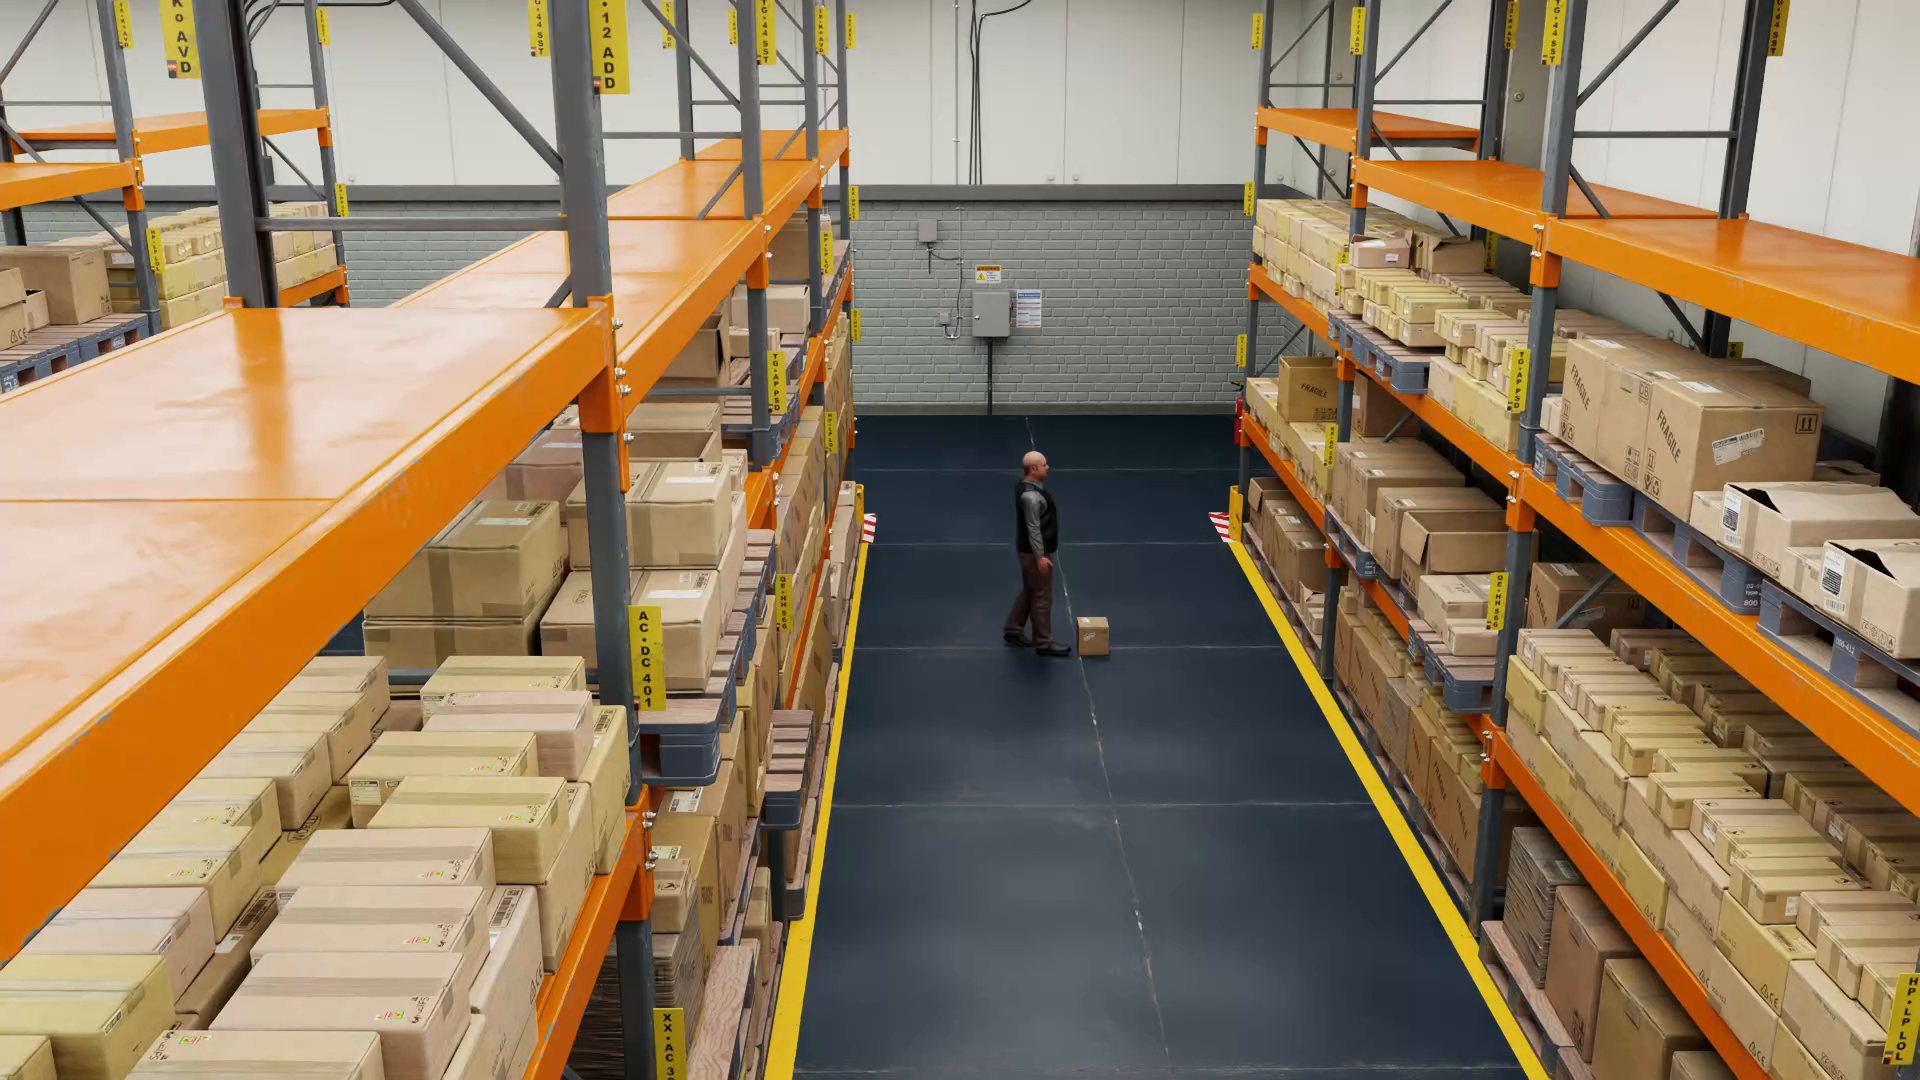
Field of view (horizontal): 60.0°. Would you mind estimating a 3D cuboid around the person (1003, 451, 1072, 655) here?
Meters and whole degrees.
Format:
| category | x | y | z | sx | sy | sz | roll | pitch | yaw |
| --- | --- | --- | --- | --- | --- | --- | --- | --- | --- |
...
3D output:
| category | x | y | z | sx | sy | sz | roll | pitch | yaw |
| --- | --- | --- | --- | --- | --- | --- | --- | --- | --- |
| person | 0.650 | 0.116 | 13.809 | 0.570 | 1.743 | 0.555 | 0 | 17 | -1 |
